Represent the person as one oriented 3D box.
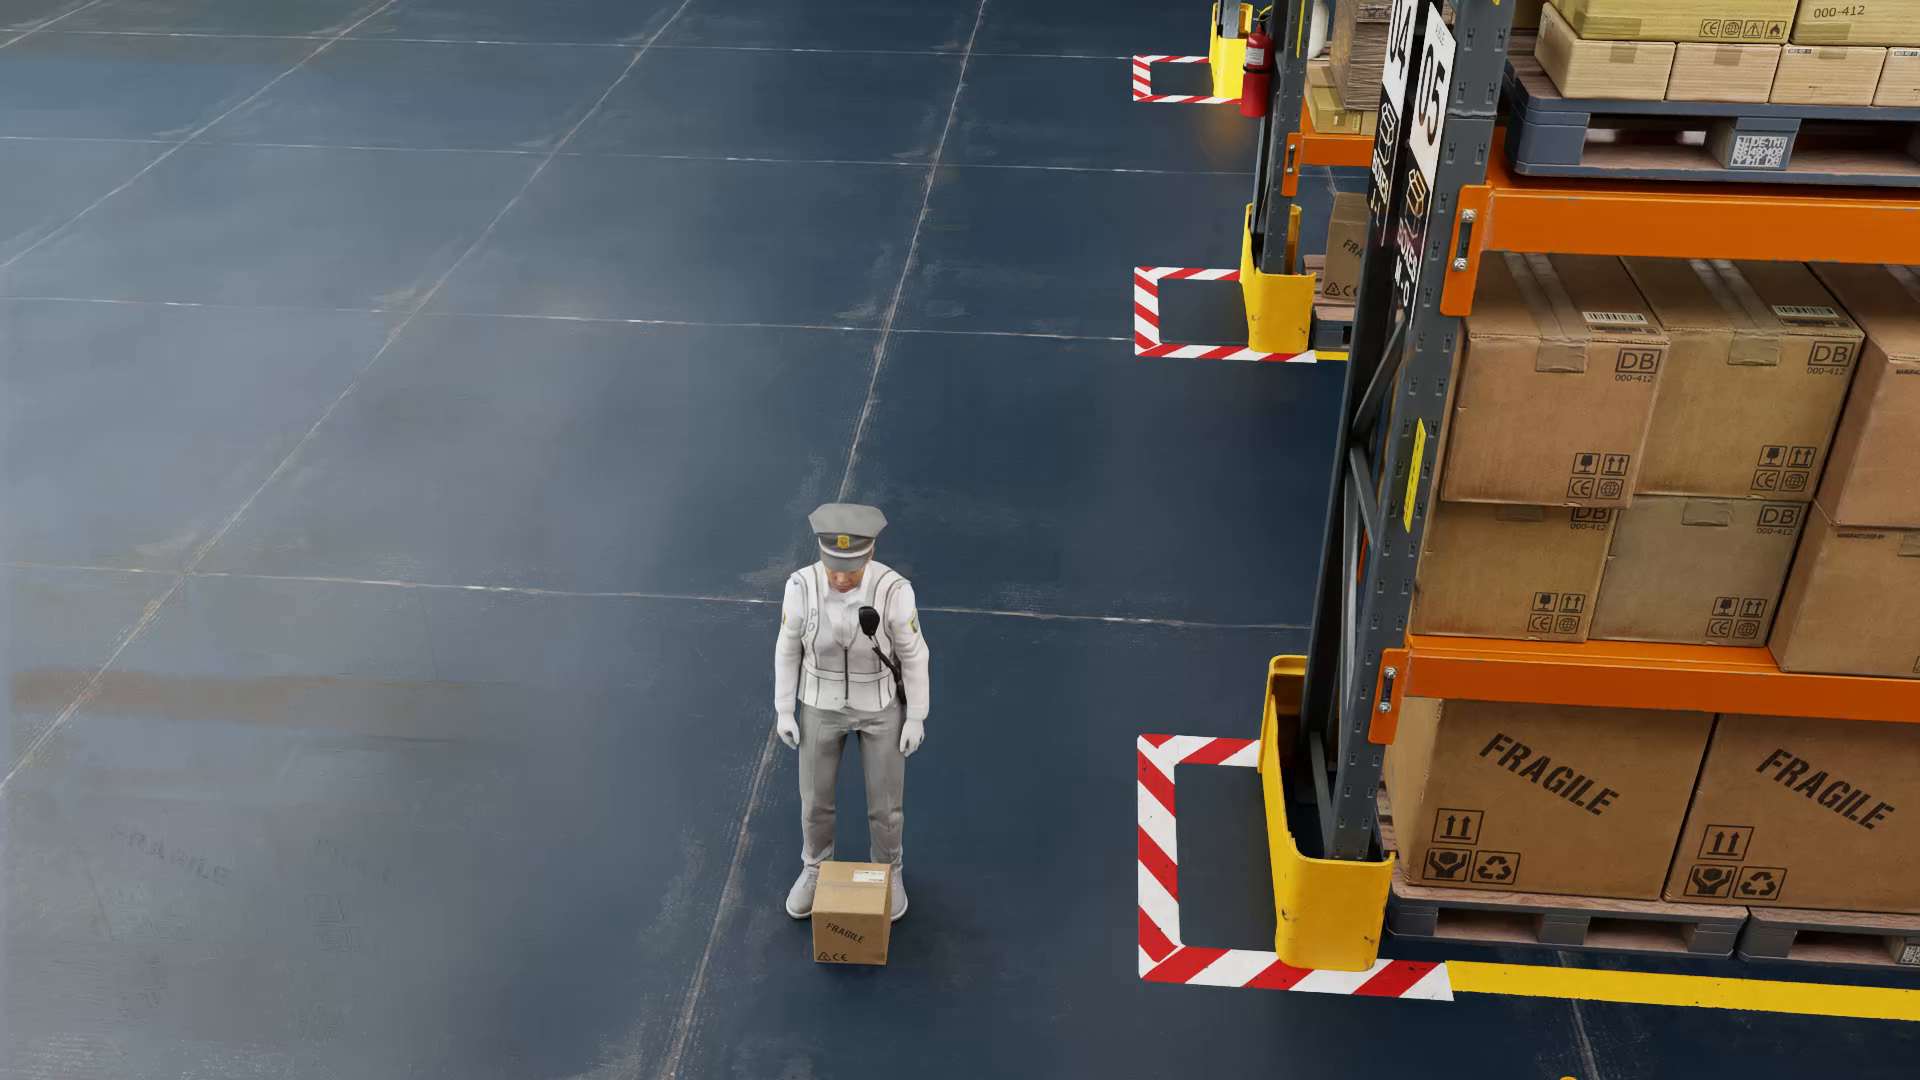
[{"bbox_3d":[-0.368,0.591,5.692,0.528,1.664,0.373,3,32,4],"label":"person"}]
